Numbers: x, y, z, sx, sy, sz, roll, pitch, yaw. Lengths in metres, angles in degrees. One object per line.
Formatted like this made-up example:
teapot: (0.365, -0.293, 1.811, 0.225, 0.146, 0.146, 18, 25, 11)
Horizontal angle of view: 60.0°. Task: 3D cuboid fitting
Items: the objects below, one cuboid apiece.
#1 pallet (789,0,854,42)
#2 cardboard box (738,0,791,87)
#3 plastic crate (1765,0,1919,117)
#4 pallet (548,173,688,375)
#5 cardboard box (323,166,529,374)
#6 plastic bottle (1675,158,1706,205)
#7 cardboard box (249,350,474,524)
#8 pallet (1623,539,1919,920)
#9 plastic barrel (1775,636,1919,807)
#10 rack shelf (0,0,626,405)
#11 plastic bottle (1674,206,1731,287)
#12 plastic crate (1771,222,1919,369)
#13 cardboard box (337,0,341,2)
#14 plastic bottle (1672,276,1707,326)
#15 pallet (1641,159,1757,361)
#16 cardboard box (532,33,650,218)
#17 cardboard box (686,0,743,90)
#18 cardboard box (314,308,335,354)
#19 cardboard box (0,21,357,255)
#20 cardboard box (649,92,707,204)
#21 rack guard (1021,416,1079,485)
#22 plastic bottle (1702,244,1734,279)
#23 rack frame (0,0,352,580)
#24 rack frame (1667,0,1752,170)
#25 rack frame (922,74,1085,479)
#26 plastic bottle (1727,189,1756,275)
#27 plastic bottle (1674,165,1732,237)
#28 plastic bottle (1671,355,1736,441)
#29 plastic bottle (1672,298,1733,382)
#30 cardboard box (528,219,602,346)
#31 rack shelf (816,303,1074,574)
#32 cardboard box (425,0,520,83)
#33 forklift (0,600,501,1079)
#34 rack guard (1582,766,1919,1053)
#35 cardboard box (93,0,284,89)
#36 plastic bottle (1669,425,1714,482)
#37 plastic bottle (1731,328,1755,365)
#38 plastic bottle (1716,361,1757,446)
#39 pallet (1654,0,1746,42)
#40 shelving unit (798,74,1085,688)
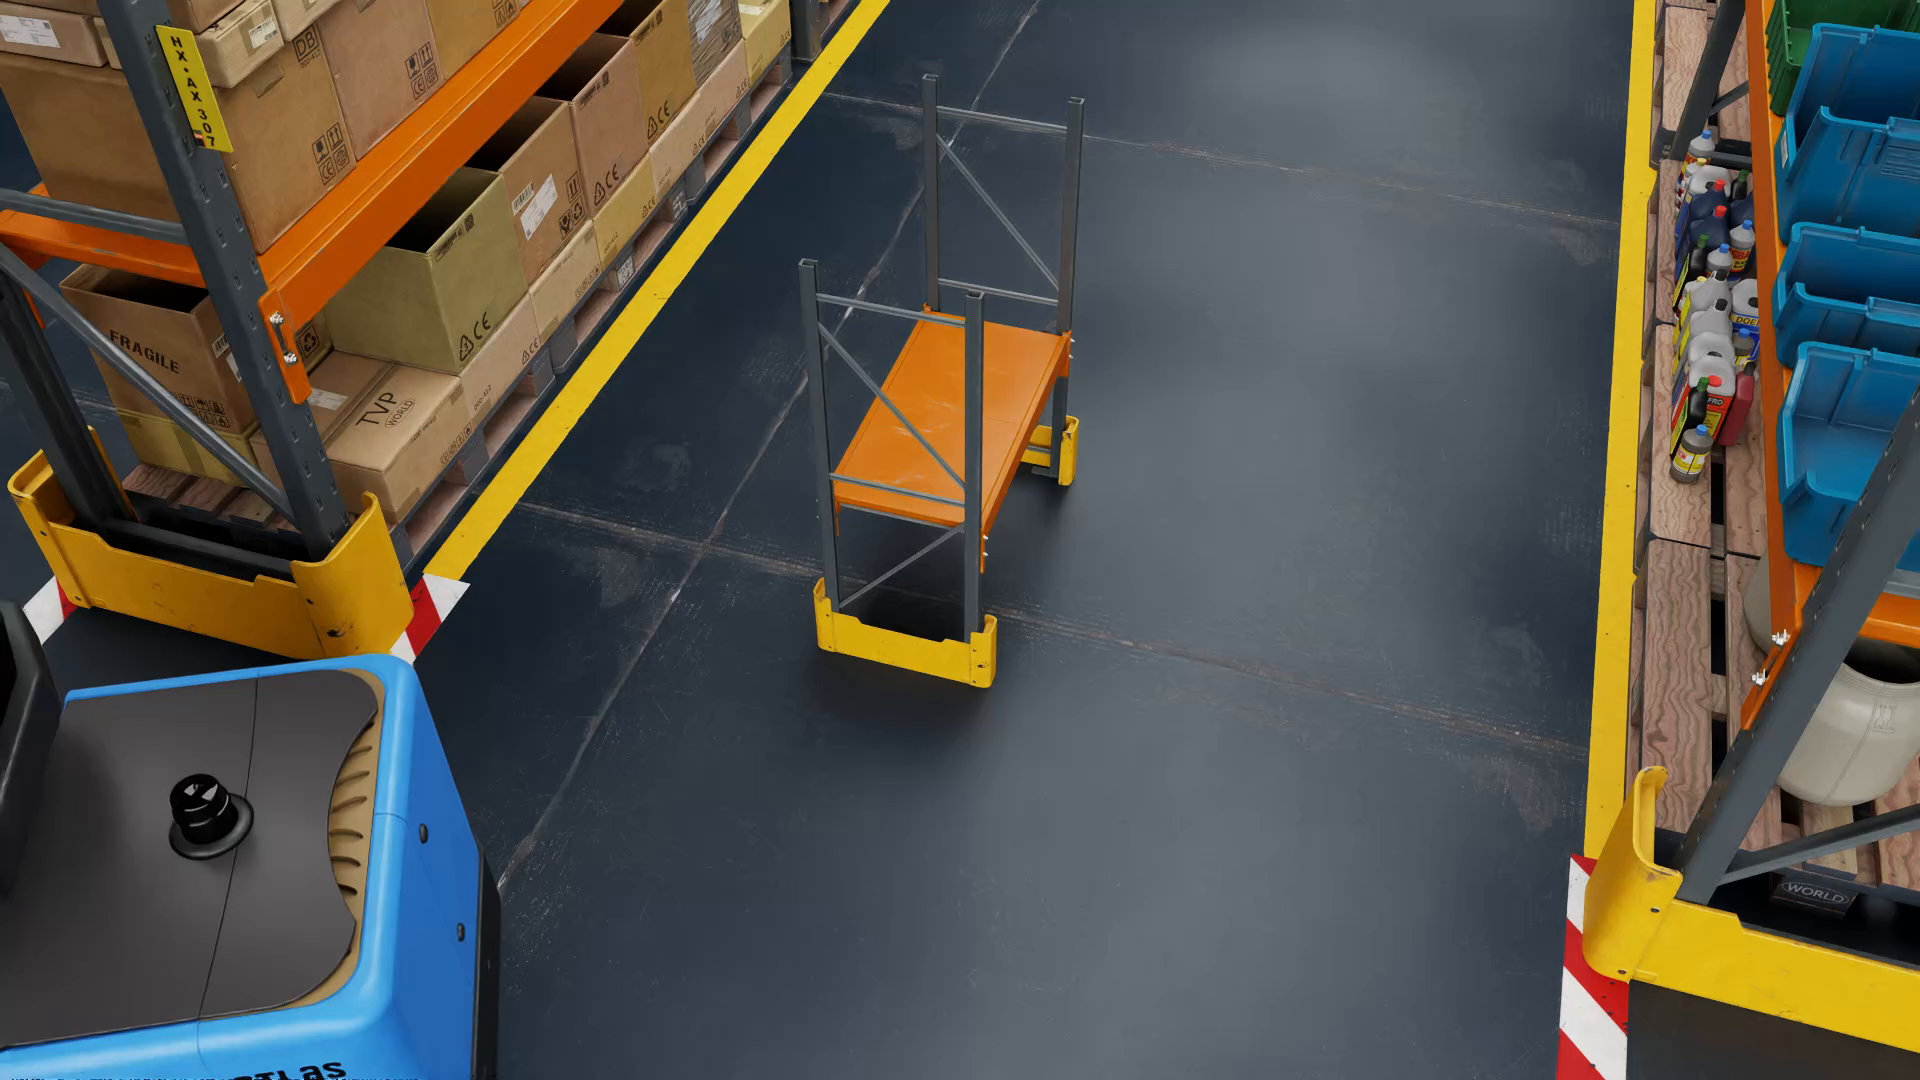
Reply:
pallet: (-0.992, -3.047, 8.713, 1.003, 0.211, 1.213, 13, 46, 13)
cardboard box: (-1.110, -2.356, 7.679, 0.500, 0.250, 0.500, 13, 46, 13)
plastic crate: (2.862, -1.572, 5.363, 0.450, 0.188, 0.662, 13, 46, 13)
pallet: (-1.826, -1.211, 6.836, 1.003, 0.211, 1.213, 13, 46, 13)
cardboard box: (-1.865, -0.958, 5.713, 0.500, 0.500, 0.500, 13, 46, 13)
plastic bottle: (2.997, -1.463, 6.786, 0.097, 0.201, 0.097, 0, 44, 0)
cardboard box: (-2.015, -0.356, 5.635, 0.500, 0.250, 0.500, 13, 46, 13)
pallet: (2.560, 0.569, 5.018, 1.003, 0.211, 1.213, 13, 46, 13)
plastic barrel: (2.457, 0.458, 4.616, 0.421, 0.512, 0.421, 0, 44, 0)
rack shelf: (-1.783, -1.954, 6.117, 1.077, 0.370, 4.000, 13, 46, 13)
plastic bottle: (2.845, -1.127, 6.337, 0.144, 0.351, 0.185, 11, 45, 11)
plastic crate: (2.399, -0.602, 4.327, 0.499, 0.251, 0.408, 13, 46, 13)
cardboard box: (-1.911, -1.704, 4.812, 0.380, 0.149, 0.250, 13, 46, 13)
plastic bottle: (2.737, -0.890, 6.201, 0.097, 0.201, 0.097, 0, 44, 0)
pallet: (3.299, -1.057, 6.680, 1.003, 0.211, 1.213, 13, 46, 13)
cardboard box: (-1.558, -1.623, 6.394, 0.500, 0.500, 0.500, 13, 46, 13)
cardboard box: (-1.272, -2.294, 7.079, 0.500, 0.500, 0.500, 13, 46, 13)
cardboard box: (-2.368, -0.801, 6.090, 0.500, 0.250, 0.500, 13, 46, 13)
cardboard box: (-2.235, -1.222, 4.783, 0.700, 0.500, 0.500, 13, 46, 13)
cardboard box: (-1.408, -1.689, 6.997, 0.500, 0.250, 0.500, 13, 46, 13)
rack guard: (0.128, -0.370, 5.950, 0.587, 0.250, 0.087, 13, 46, 13)
plastic bottle: (2.836, -0.993, 6.256, 0.097, 0.271, 0.097, 0, 44, 0)
rack frame: (-2.389, -0.878, 4.503, 1.000, 3.000, 0.127, 13, 46, 13)
rack frame: (3.542, -2.493, 6.153, 1.000, 3.000, 0.127, 13, 46, 13)
rack frame: (0.128, -0.818, 5.514, 0.500, 1.500, 0.032, 13, 46, 13)
plastic bottle: (3.040, -1.223, 6.434, 0.144, 0.351, 0.185, 13, 46, 13)
plastic bottle: (2.956, -1.336, 6.603, 0.152, 0.276, 0.135, 14, 46, 14)
plastic bottle: (2.571, -0.490, 5.738, 0.152, 0.276, 0.135, 13, 46, 13)
plastic bottle: (2.660, -0.720, 5.921, 0.144, 0.351, 0.185, 14, 46, 14)
cardboard box: (-1.715, -1.023, 6.317, 0.500, 0.250, 0.500, 13, 46, 13)
rack shelf: (-0.026, -0.351, 5.293, 0.538, 0.185, 1.000, 13, 46, 13)
cardboard box: (-1.925, -1.903, 5.479, 0.700, 0.500, 0.500, 13, 46, 13)
forklift: (-2.694, 0.486, 3.158, 3.031, 2.935, 1.130, -7, 45, -7)
rack guard: (2.309, 1.006, 4.364, 1.175, 0.500, 0.348, 13, 46, 13)
cardboard box: (-2.065, -1.362, 4.462, 0.380, 0.149, 0.250, 12, 46, 12)
plastic bottle: (2.469, -0.301, 5.599, 0.097, 0.201, 0.097, 0, 44, 0)
plastic bottle: (2.788, -0.670, 5.976, 0.097, 0.201, 0.097, 0, 44, 0)
plastic bottle: (2.673, -0.470, 5.713, 0.061, 0.283, 0.133, 13, 46, 13)
pallet: (4.111, -2.844, 8.505, 1.003, 0.211, 1.213, 13, 46, 13)
shelving unit: (-0.023, -0.485, 5.174, 0.587, 1.500, 1.083, 13, 46, 13)
